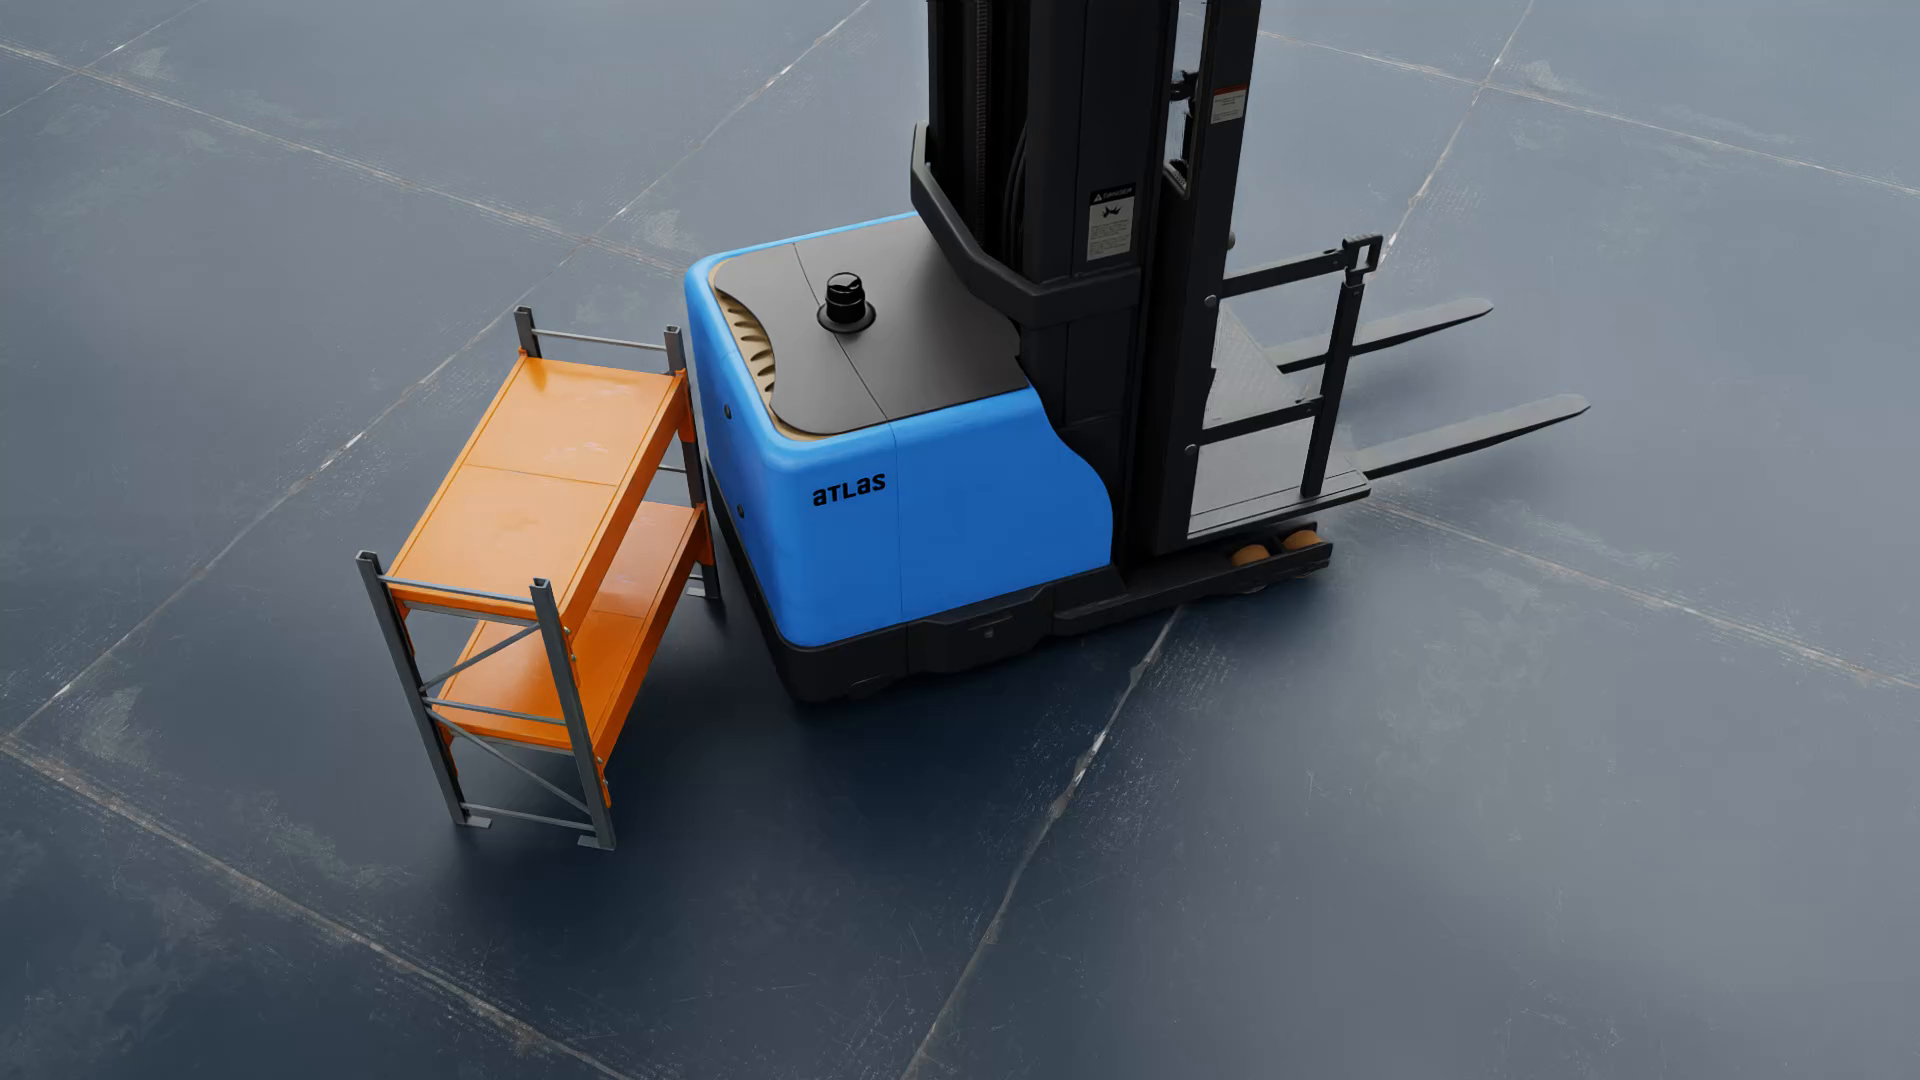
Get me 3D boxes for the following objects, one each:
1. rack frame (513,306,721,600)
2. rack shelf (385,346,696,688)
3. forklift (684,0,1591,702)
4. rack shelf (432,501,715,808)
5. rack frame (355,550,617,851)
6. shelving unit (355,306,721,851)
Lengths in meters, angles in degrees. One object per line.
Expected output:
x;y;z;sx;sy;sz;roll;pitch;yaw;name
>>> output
-1.049;-0.242;5.198;0.500;1.125;0.032;8;46;8;rack frame
-1.151;-0.093;4.640;0.538;0.278;1.000;8;46;8;rack shelf
0.712;-1.189;4.864;3.031;2.935;1.130;-15;47;-15;forklift
-1.151;0.284;5.022;0.538;0.278;1.000;8;46;8;rack shelf
-1.253;0.467;4.498;0.500;1.125;0.032;8;46;8;rack frame
-1.151;0.112;4.848;0.538;1.125;1.048;8;46;8;shelving unit
